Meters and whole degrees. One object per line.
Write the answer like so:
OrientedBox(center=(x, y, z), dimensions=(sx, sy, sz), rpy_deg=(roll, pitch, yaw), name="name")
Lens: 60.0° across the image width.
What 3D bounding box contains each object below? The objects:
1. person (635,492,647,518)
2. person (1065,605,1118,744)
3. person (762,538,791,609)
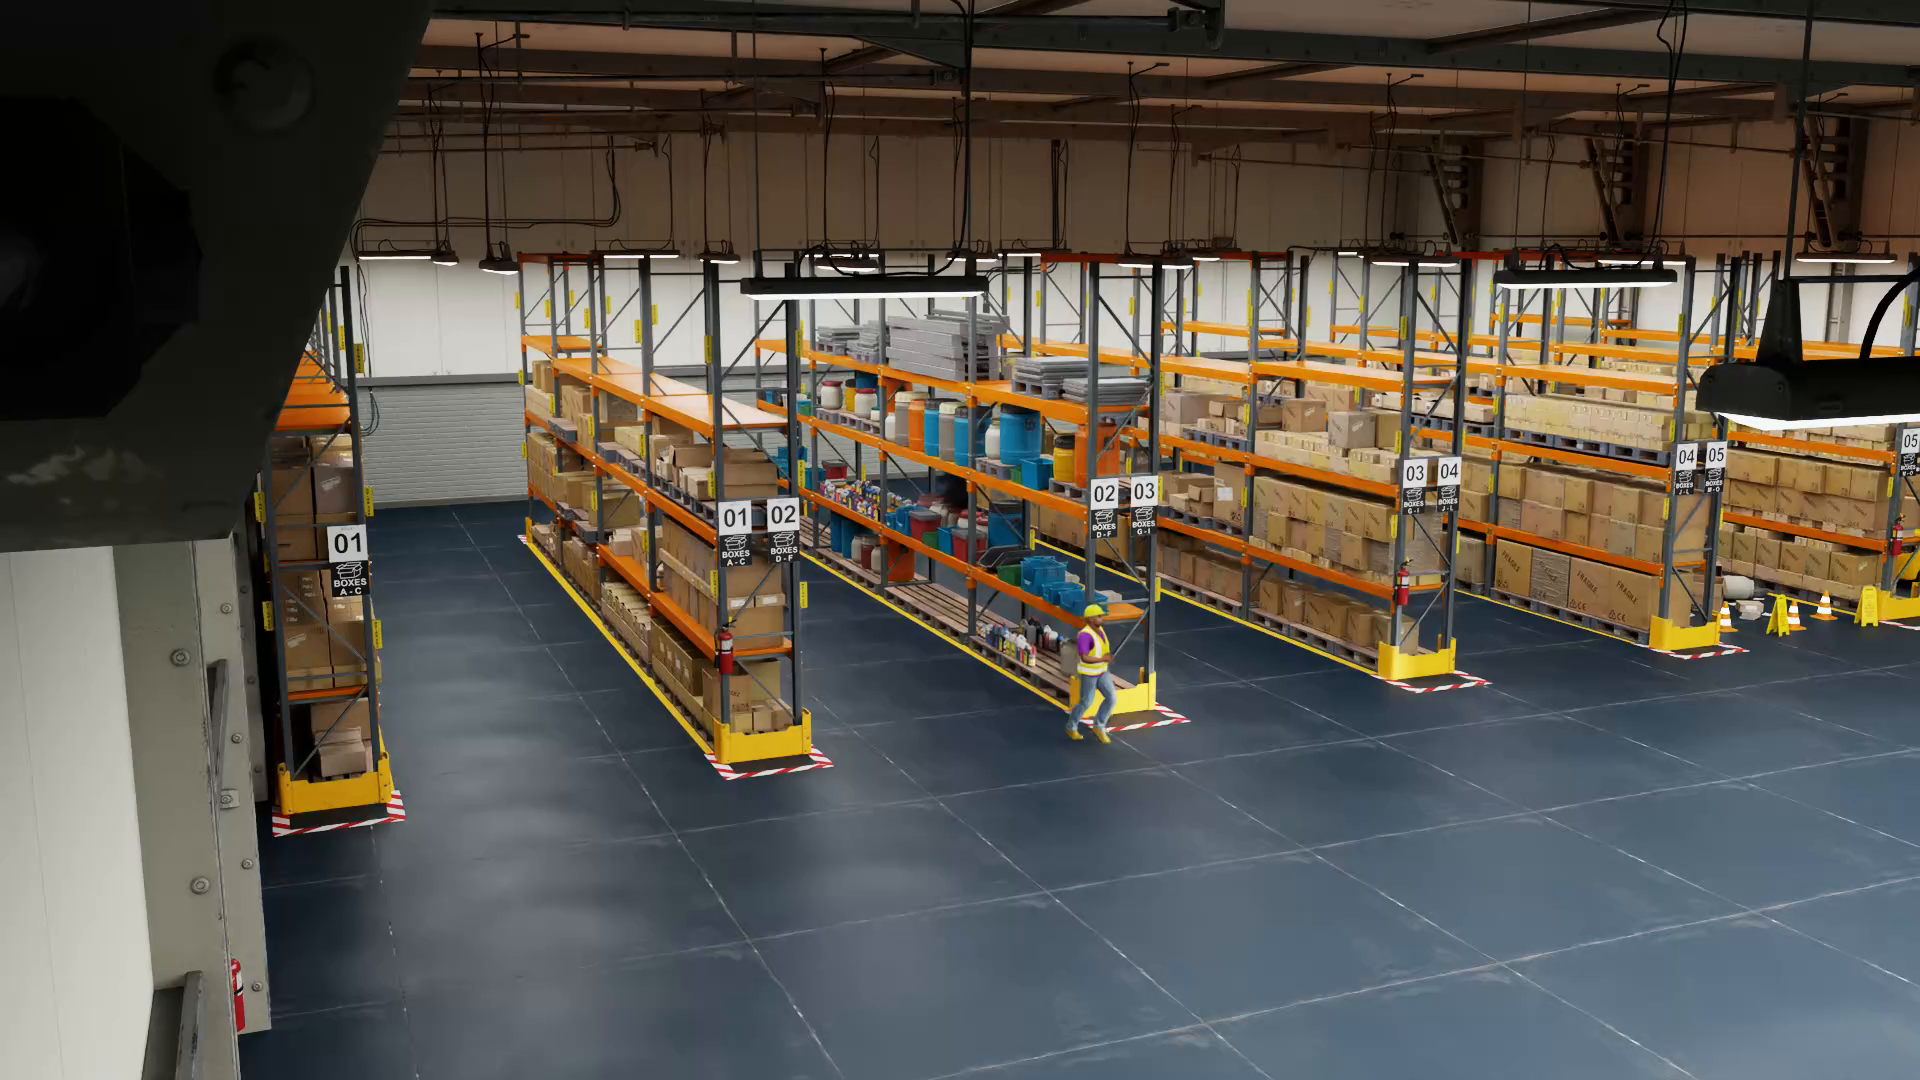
OrientedBox(center=(-6.706, -0.860, 35.293), dimensions=(0.523, 1.624, 0.622), rpy_deg=(9, 13, 39), name="person")
OrientedBox(center=(1.676, 1.697, 20.866), dimensions=(0.751, 1.814, 0.701), rpy_deg=(7, 13, 35), name="person")
OrientedBox(center=(-2.984, 0.315, 27.286), dimensions=(0.573, 1.606, 0.875), rpy_deg=(-6, 12, -29), name="person")
